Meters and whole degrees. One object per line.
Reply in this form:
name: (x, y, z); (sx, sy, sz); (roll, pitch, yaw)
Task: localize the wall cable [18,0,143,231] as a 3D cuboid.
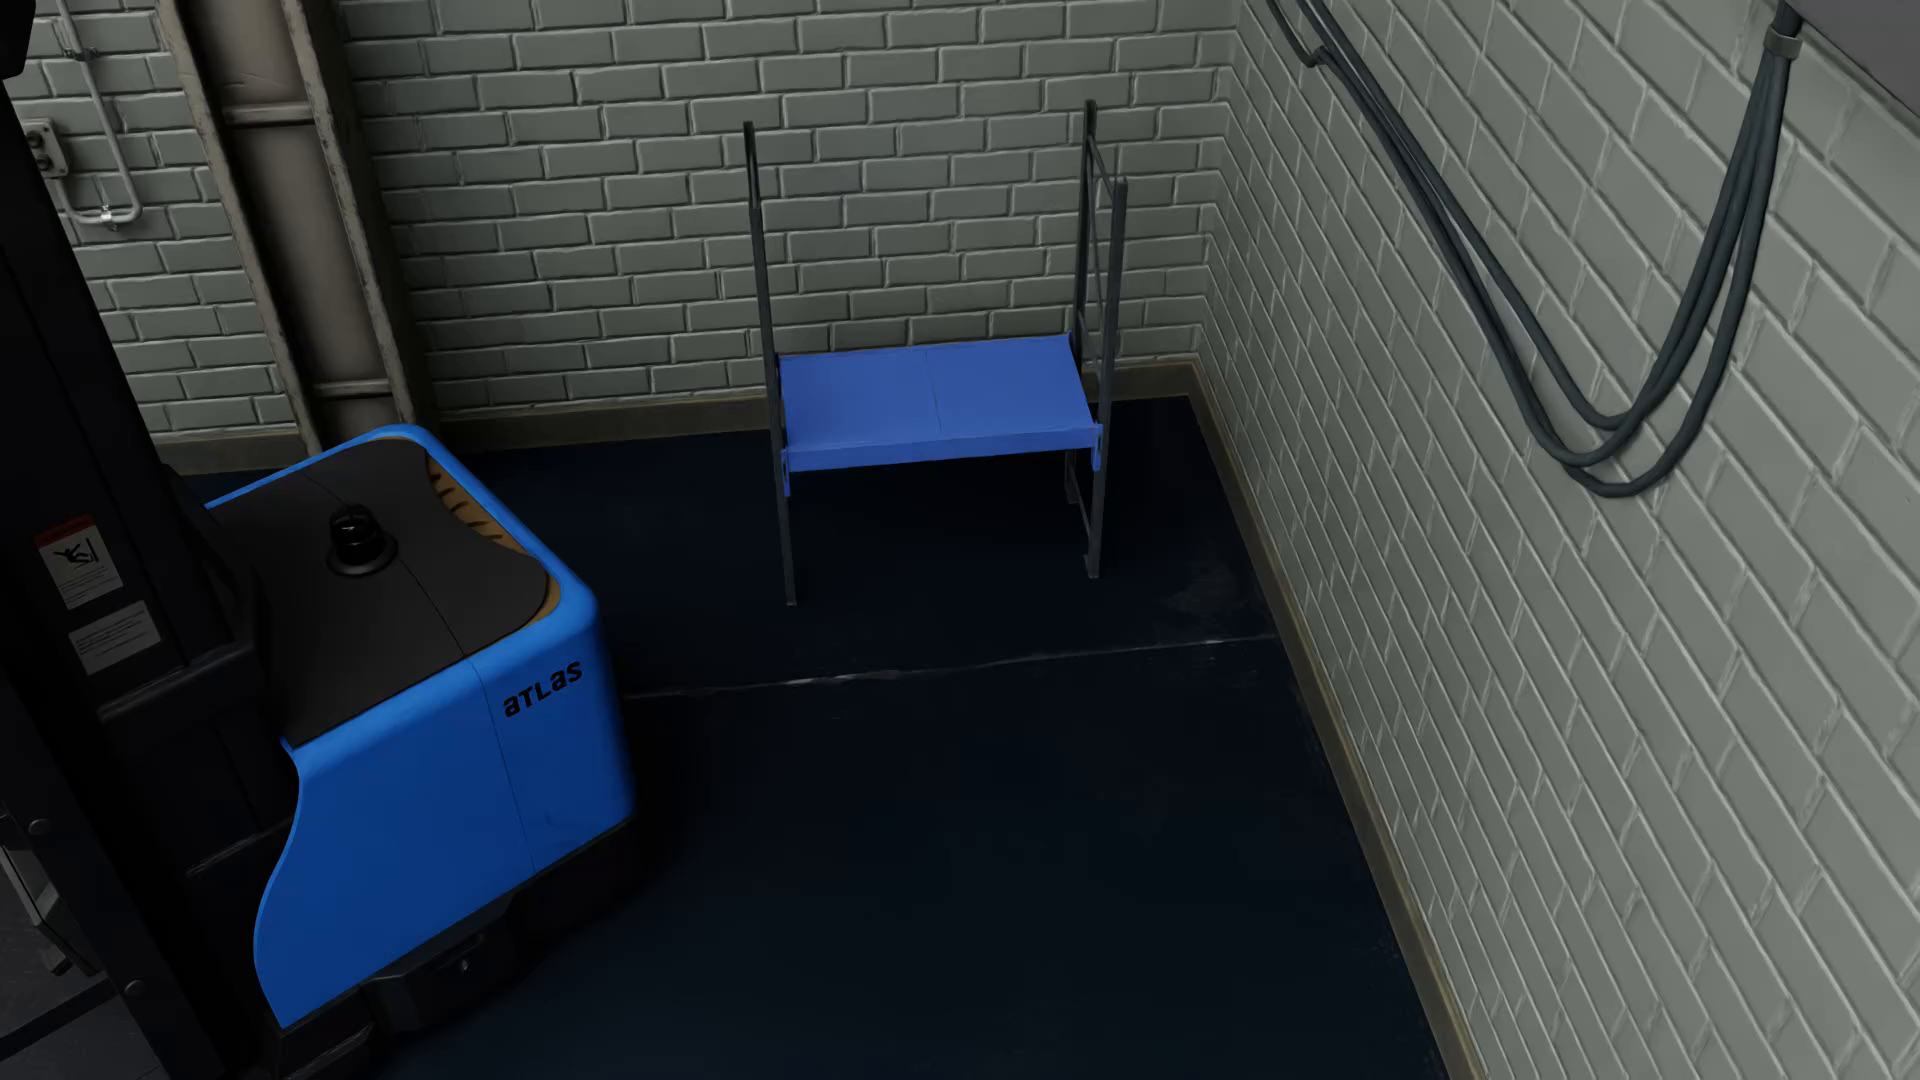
wall cable: (-3.478, -1.640, 4.570); (1.851, 1.984, 0.084); (-5, 42, -6)

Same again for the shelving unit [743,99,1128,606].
shelving unit: (-0.085, -0.550, 5.239); (1.048, 1.500, 0.538); (-5, 42, -6)

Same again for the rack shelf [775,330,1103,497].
rack shelf: (-0.085, -0.416, 5.360); (1.000, 0.185, 0.538); (-5, 42, -6)

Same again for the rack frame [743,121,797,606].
rack frame: (-0.589, -0.505, 5.190); (0.032, 1.500, 0.500); (-5, 42, -6)

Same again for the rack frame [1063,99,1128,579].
rack frame: (0.419, -0.594, 5.288); (0.032, 1.500, 0.500); (-5, 42, -6)

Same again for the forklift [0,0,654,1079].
forklift: (-2.301, 0.258, 3.276); (3.031, 2.935, 1.130); (-30, 50, -29)

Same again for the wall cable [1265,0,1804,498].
wall cable: (1.030, -1.852, 3.403); (0.112, 2.526, 3.097); (-5, 42, -6)
